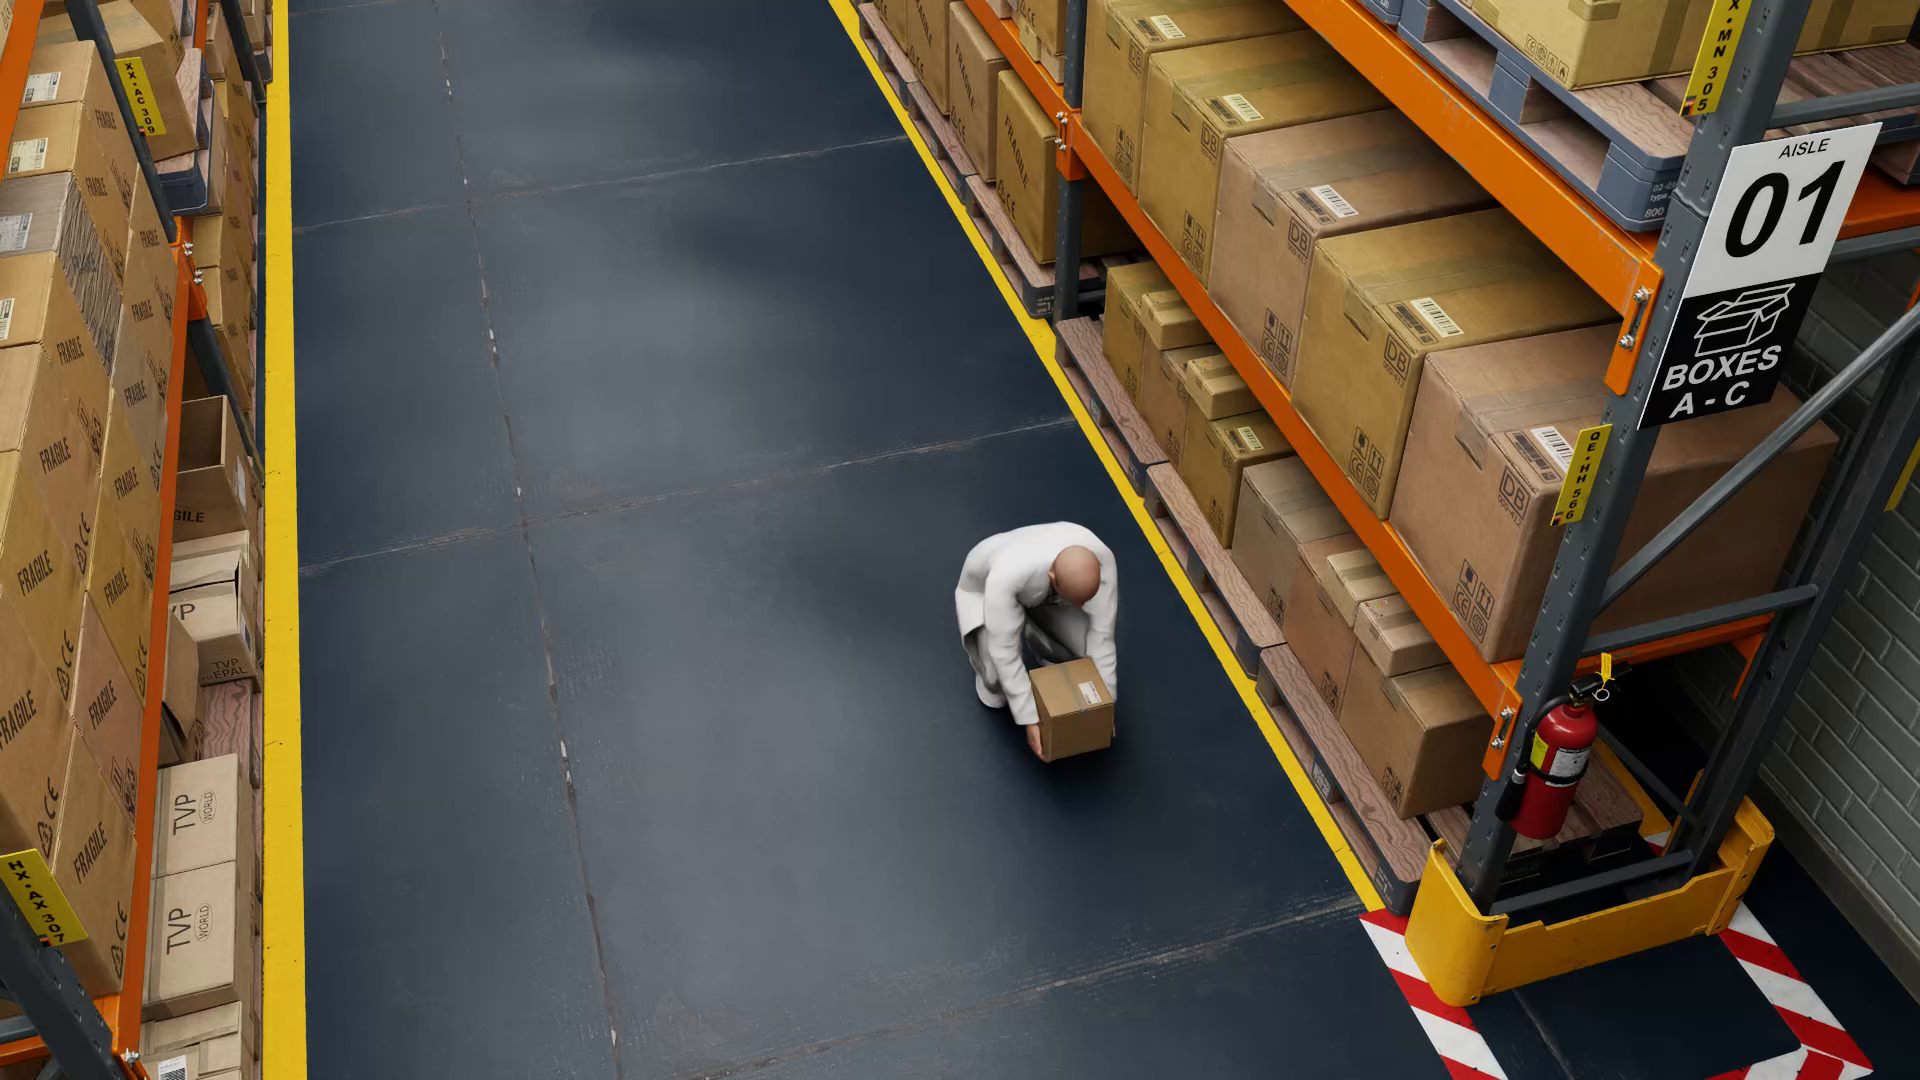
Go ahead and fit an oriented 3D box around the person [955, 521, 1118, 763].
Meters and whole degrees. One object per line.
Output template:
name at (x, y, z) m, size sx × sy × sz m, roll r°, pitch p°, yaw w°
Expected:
person at (0.306, 0.293, 6.450) m, size 0.591 × 0.977 × 0.917 m, roll -12°, pitch 43°, yaw -13°
